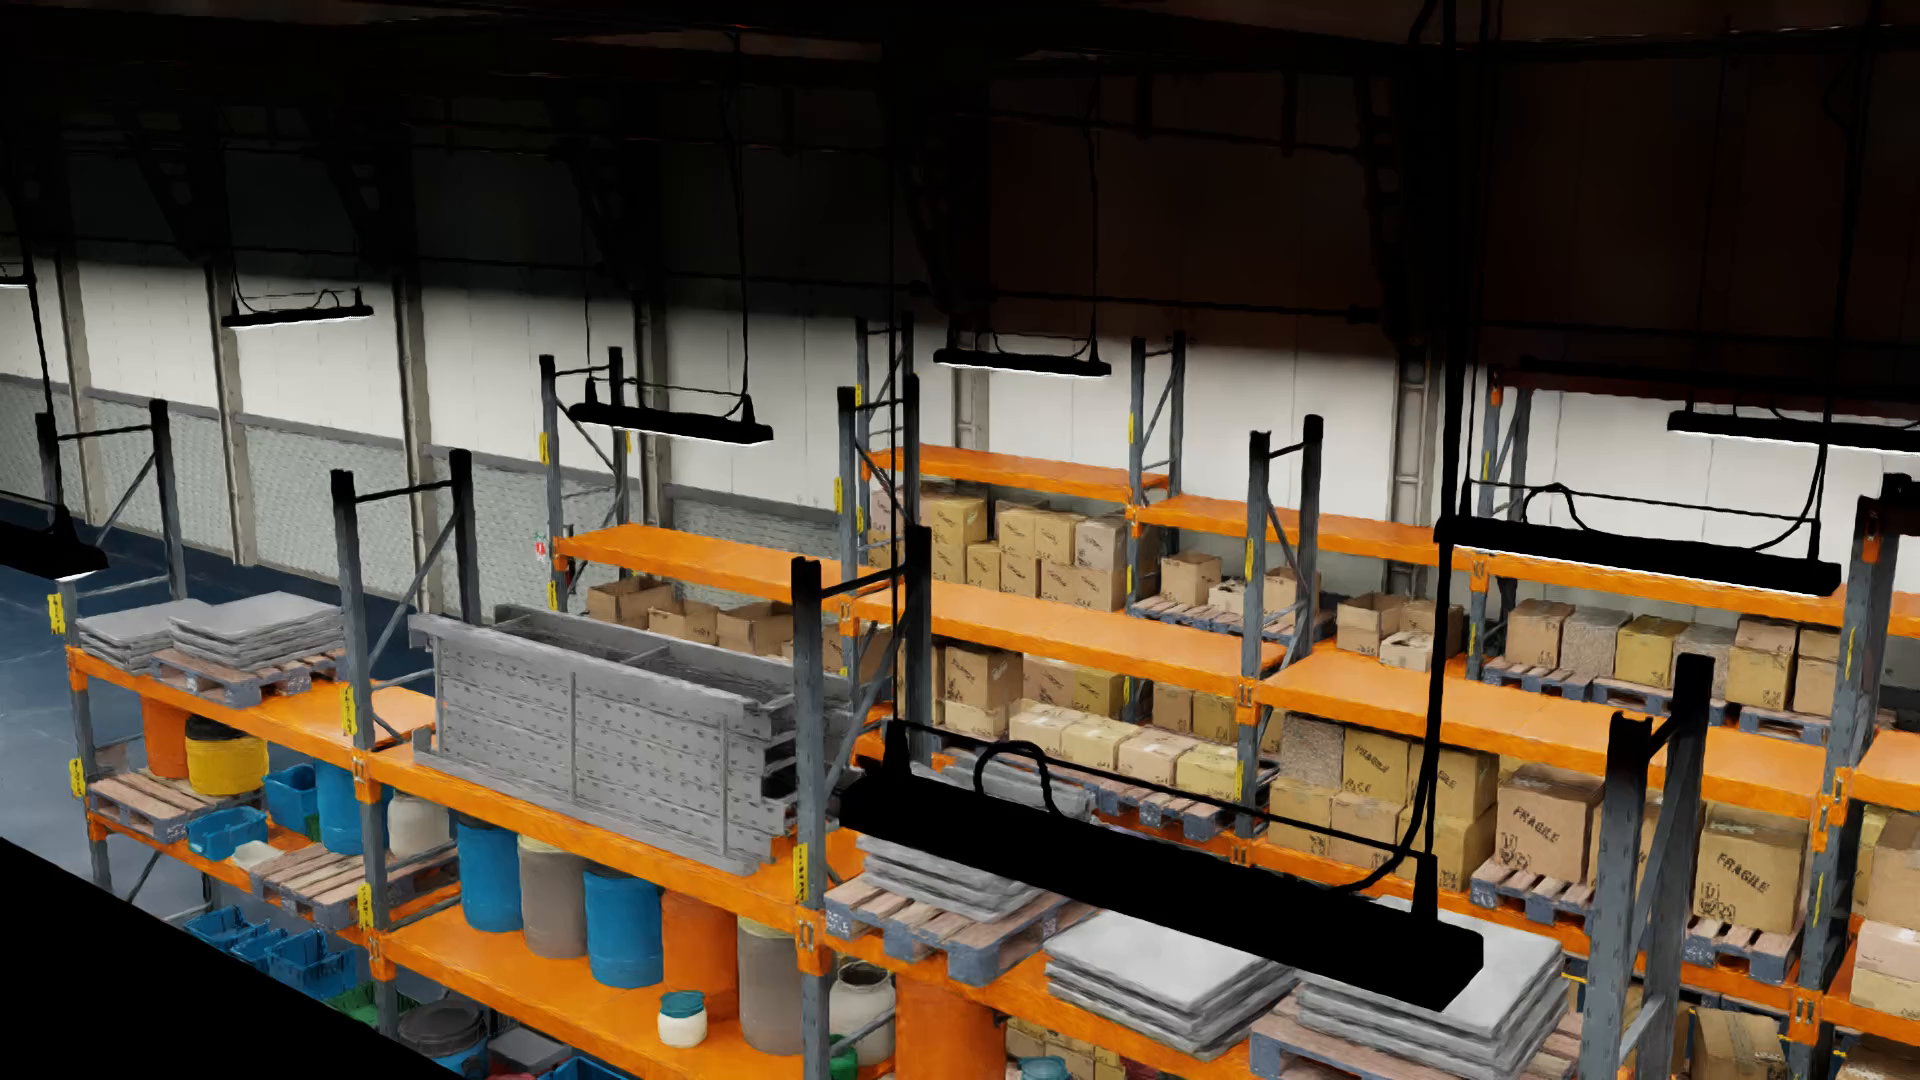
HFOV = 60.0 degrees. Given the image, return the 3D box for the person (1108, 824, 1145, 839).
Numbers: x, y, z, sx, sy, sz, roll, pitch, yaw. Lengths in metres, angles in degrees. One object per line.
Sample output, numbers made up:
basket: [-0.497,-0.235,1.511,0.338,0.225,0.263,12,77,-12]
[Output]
person: [1.684,3.386,17.166,1.094,1.551,0.481,11,17,39]
